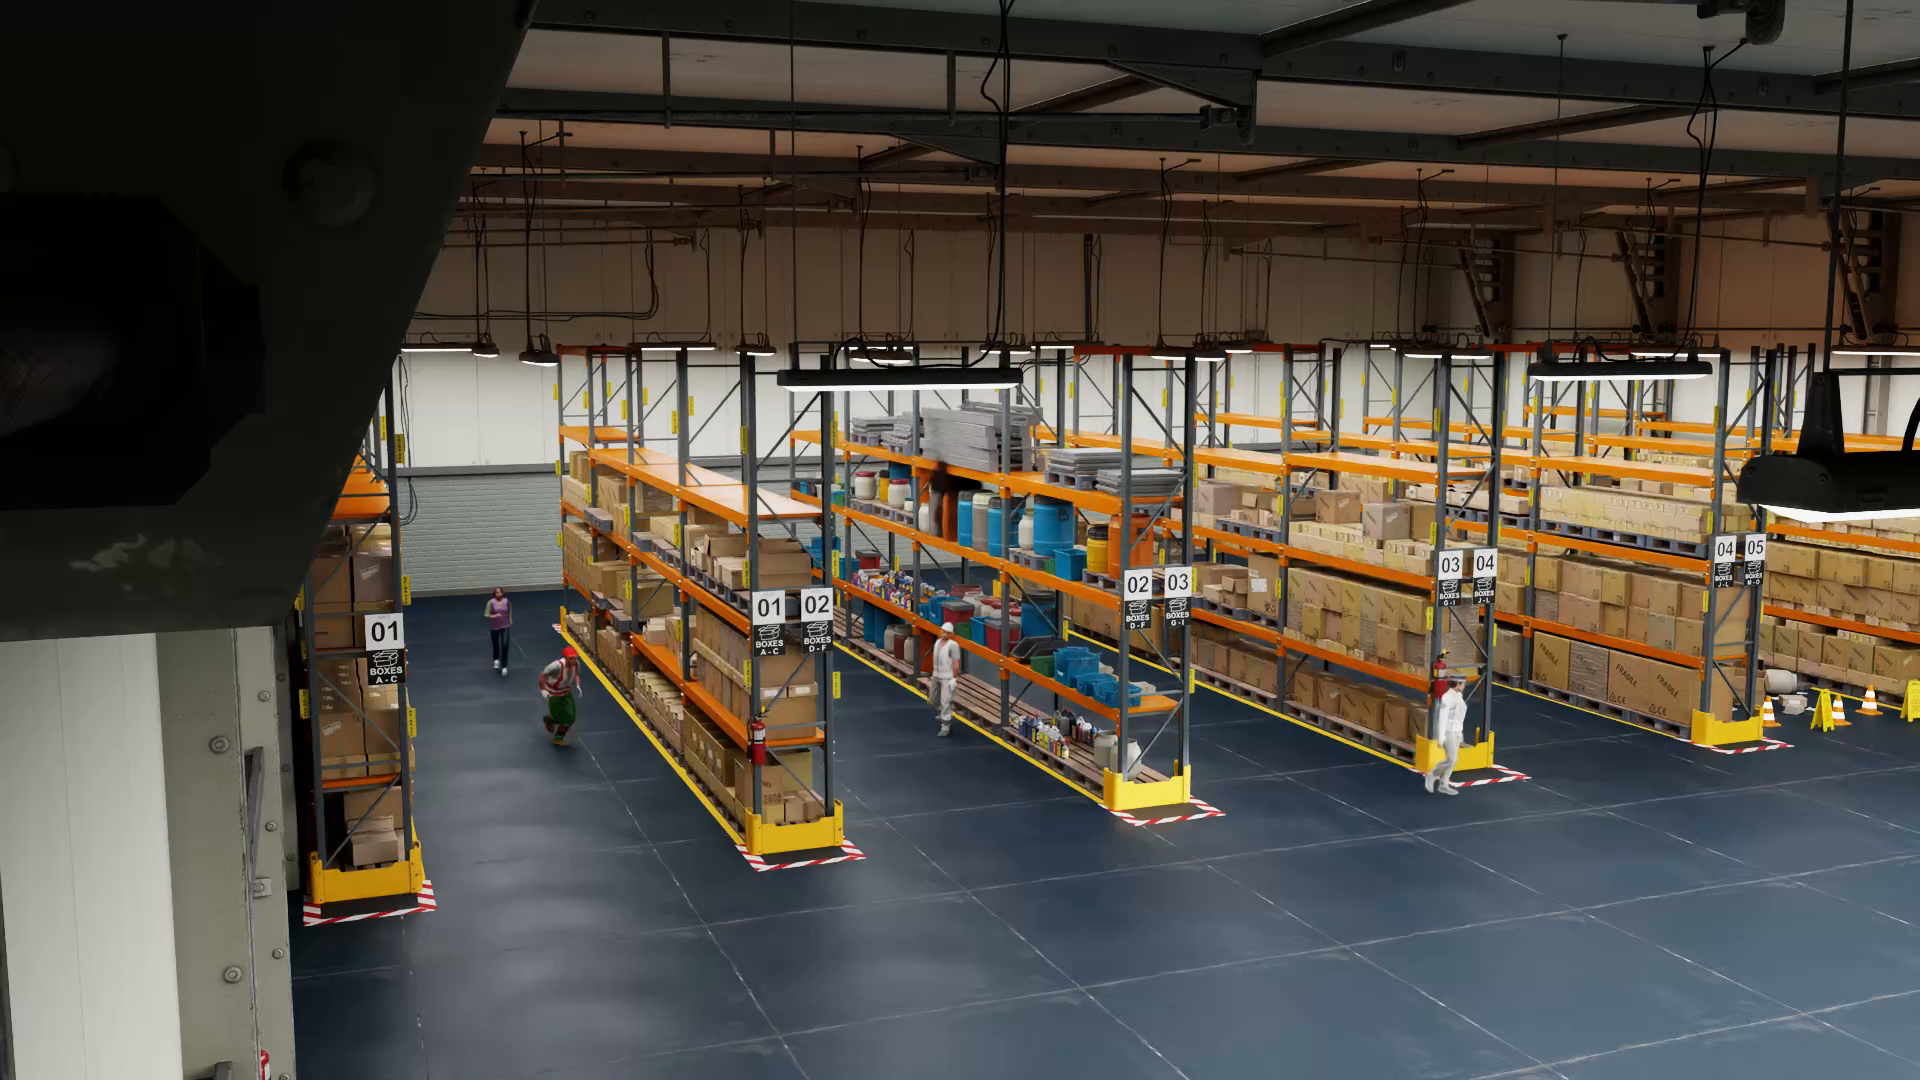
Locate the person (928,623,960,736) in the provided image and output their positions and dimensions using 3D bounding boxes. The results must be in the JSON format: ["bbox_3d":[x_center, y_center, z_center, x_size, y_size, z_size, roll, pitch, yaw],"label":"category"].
[{"bbox_3d":[-0.244,2.144,26.077,0.759,1.770,0.640,7,10,42],"label":"person"}]

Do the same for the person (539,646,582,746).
[{"bbox_3d":[-6.098,2.357,25.243,0.675,1.583,0.988,-7,10,-43],"label":"person"}]

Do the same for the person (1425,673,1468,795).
[{"bbox_3d":[6.630,2.628,22.649,0.450,1.657,0.611,6,9,39],"label":"person"}]

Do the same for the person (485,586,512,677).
[{"bbox_3d":[-8.476,1.641,30.582,0.505,1.626,0.824,-3,8,-19],"label":"person"}]
